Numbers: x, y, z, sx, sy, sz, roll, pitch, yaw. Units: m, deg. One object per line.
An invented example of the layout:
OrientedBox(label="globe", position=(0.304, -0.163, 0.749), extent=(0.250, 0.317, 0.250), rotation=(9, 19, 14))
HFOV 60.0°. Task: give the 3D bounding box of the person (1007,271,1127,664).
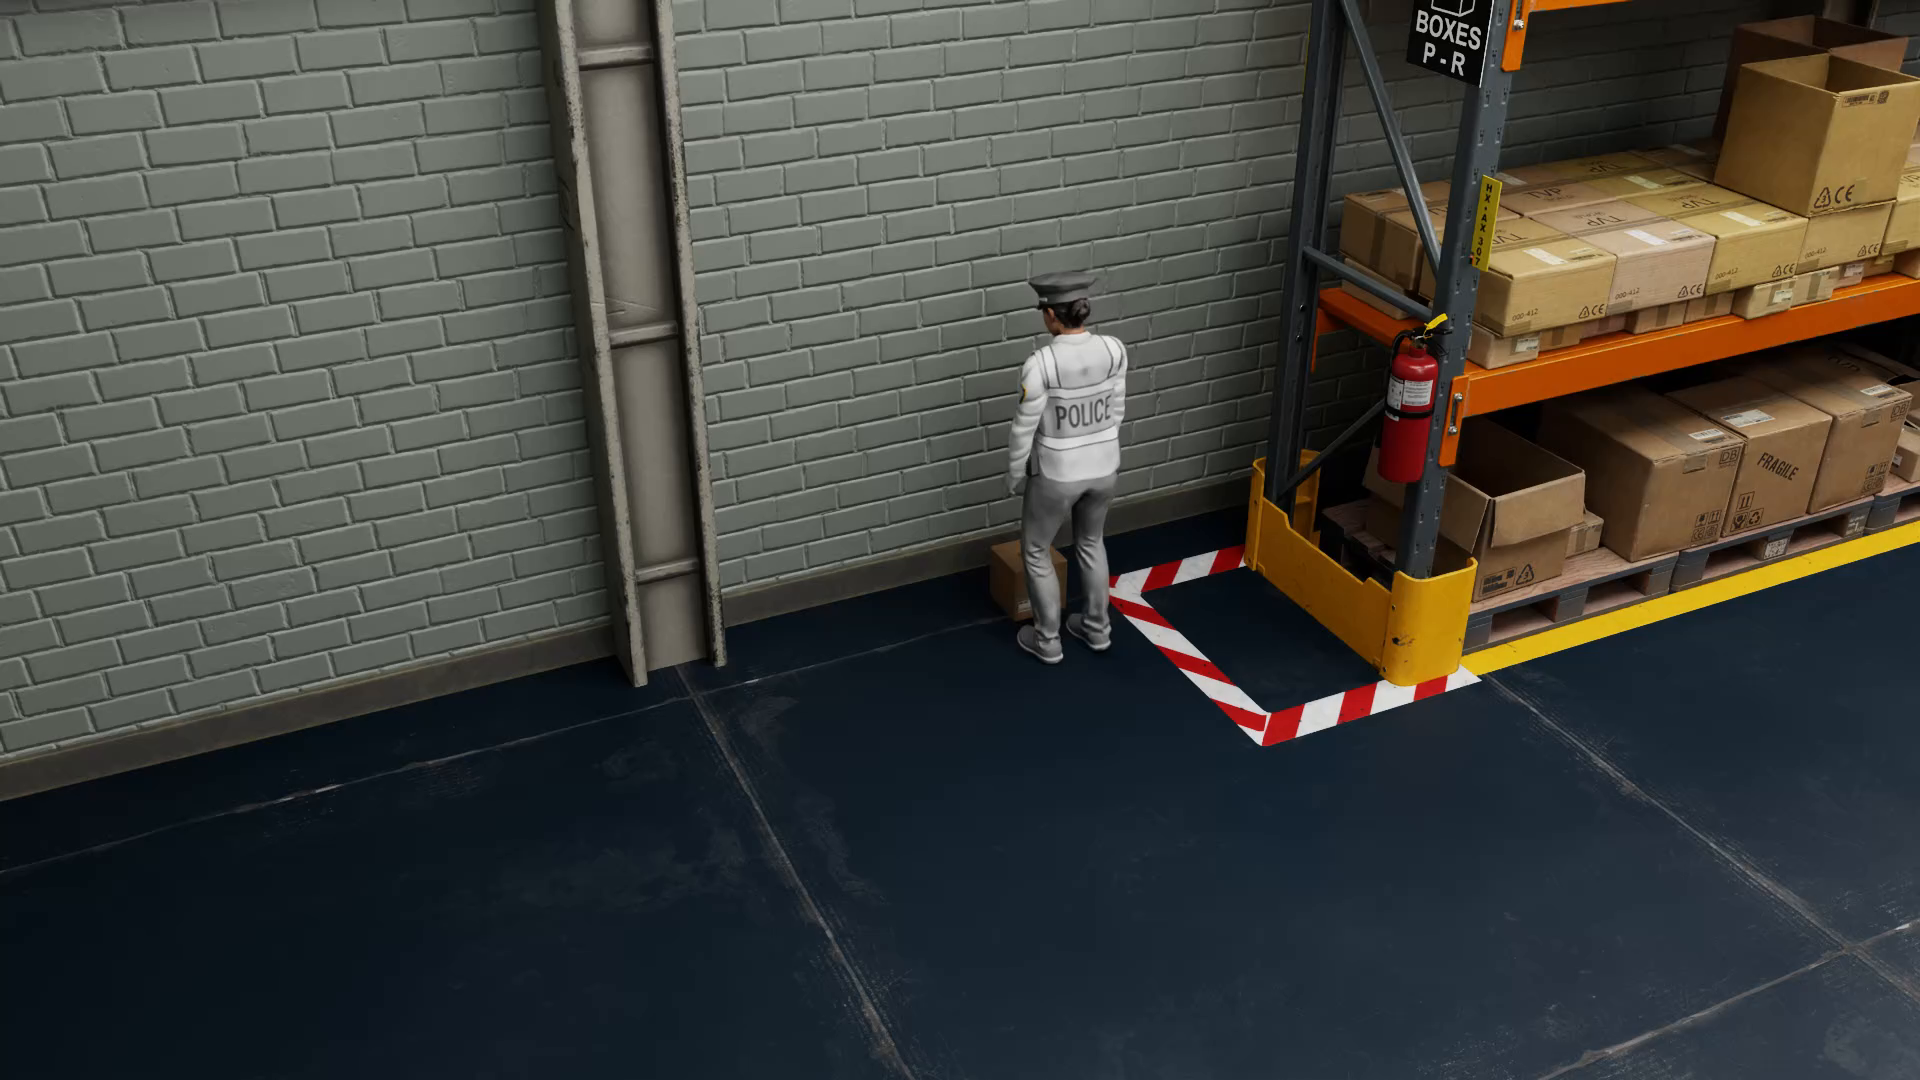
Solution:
OrientedBox(label="person", position=(0.415, -0.267, 6.624), extent=(0.485, 1.653, 0.381), rotation=(-12, 32, -21))
